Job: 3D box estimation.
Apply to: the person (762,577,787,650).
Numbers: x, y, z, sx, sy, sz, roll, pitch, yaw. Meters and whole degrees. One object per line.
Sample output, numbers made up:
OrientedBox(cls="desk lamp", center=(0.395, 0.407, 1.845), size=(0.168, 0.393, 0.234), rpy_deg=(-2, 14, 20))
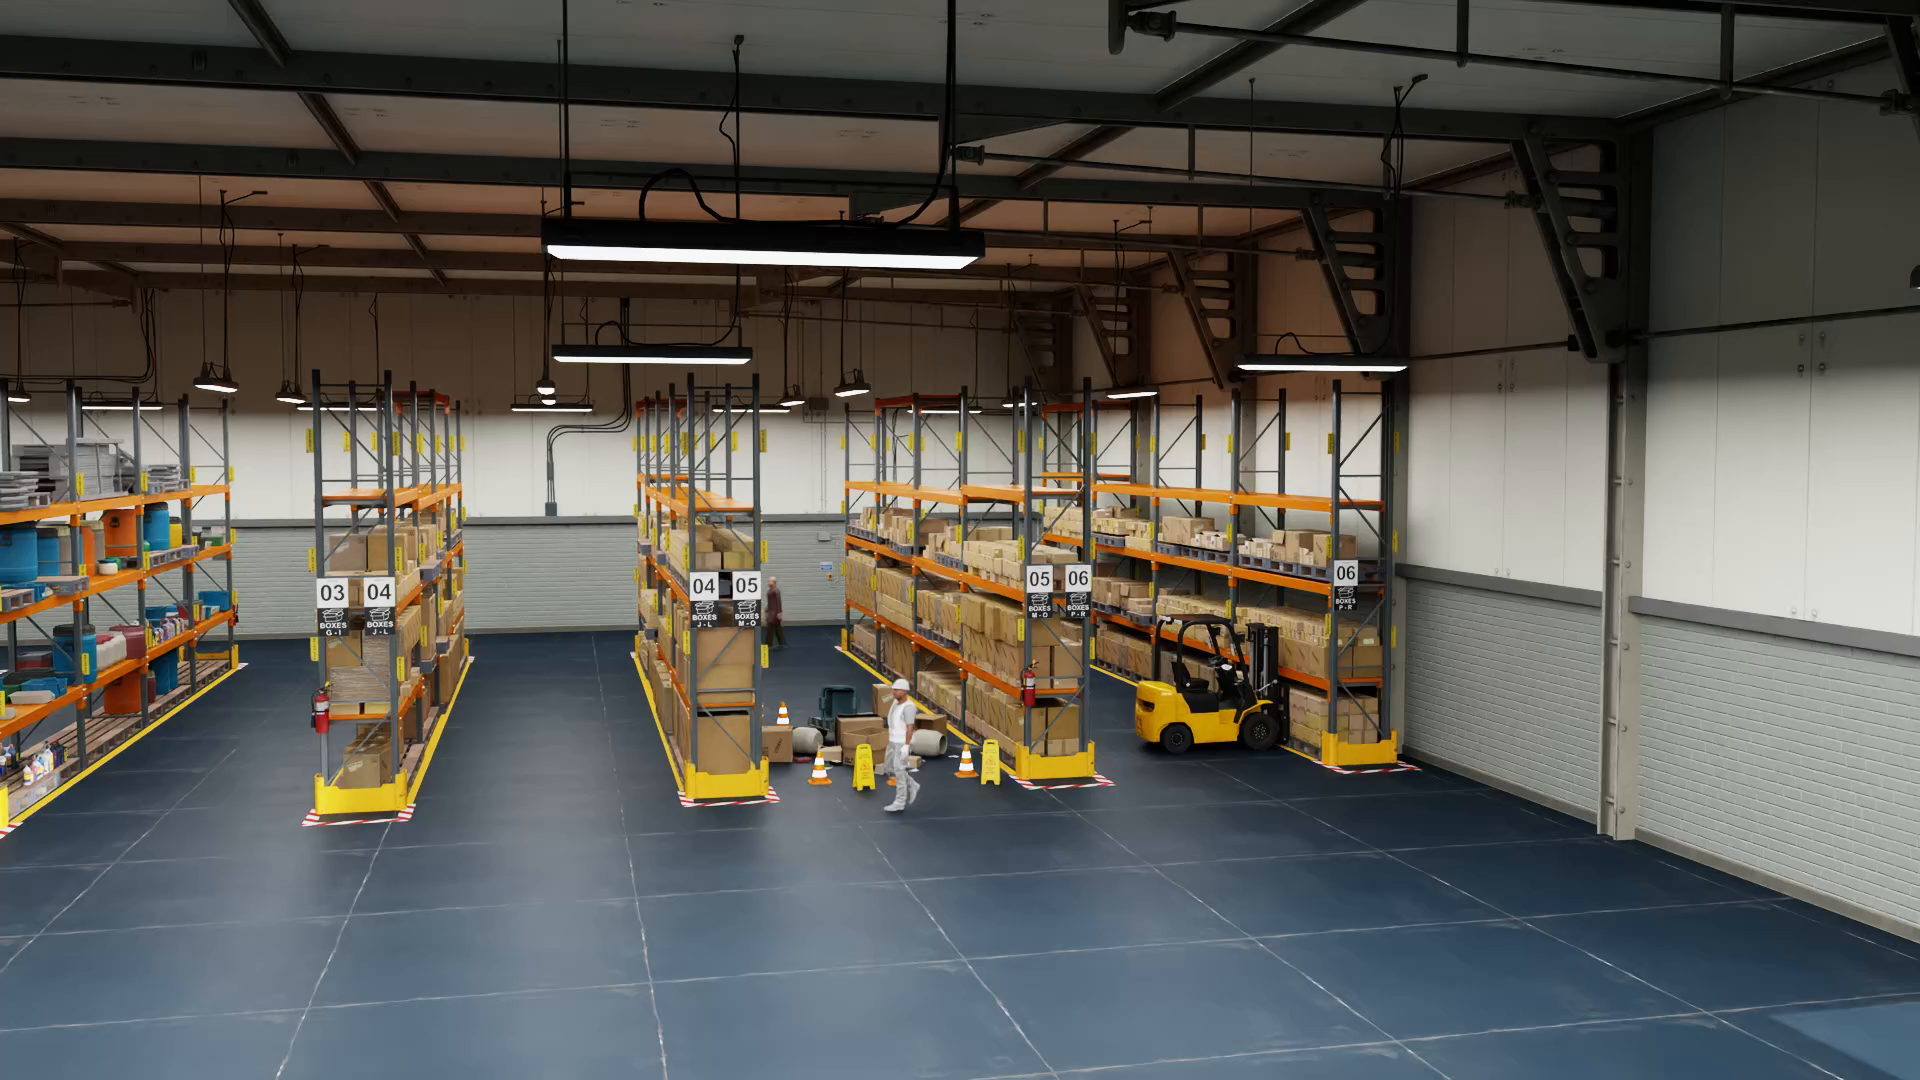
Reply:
OrientedBox(cls="person", center=(-4.558, 1.796, 40.335), size=(0.729, 1.778, 0.640), rpy_deg=(-1, 3, -14))

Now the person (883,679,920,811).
OrientedBox(cls="person", center=(-0.803, 2.785, 22.764), size=(0.626, 1.782, 0.623), rpy_deg=(-2, 4, -26))
